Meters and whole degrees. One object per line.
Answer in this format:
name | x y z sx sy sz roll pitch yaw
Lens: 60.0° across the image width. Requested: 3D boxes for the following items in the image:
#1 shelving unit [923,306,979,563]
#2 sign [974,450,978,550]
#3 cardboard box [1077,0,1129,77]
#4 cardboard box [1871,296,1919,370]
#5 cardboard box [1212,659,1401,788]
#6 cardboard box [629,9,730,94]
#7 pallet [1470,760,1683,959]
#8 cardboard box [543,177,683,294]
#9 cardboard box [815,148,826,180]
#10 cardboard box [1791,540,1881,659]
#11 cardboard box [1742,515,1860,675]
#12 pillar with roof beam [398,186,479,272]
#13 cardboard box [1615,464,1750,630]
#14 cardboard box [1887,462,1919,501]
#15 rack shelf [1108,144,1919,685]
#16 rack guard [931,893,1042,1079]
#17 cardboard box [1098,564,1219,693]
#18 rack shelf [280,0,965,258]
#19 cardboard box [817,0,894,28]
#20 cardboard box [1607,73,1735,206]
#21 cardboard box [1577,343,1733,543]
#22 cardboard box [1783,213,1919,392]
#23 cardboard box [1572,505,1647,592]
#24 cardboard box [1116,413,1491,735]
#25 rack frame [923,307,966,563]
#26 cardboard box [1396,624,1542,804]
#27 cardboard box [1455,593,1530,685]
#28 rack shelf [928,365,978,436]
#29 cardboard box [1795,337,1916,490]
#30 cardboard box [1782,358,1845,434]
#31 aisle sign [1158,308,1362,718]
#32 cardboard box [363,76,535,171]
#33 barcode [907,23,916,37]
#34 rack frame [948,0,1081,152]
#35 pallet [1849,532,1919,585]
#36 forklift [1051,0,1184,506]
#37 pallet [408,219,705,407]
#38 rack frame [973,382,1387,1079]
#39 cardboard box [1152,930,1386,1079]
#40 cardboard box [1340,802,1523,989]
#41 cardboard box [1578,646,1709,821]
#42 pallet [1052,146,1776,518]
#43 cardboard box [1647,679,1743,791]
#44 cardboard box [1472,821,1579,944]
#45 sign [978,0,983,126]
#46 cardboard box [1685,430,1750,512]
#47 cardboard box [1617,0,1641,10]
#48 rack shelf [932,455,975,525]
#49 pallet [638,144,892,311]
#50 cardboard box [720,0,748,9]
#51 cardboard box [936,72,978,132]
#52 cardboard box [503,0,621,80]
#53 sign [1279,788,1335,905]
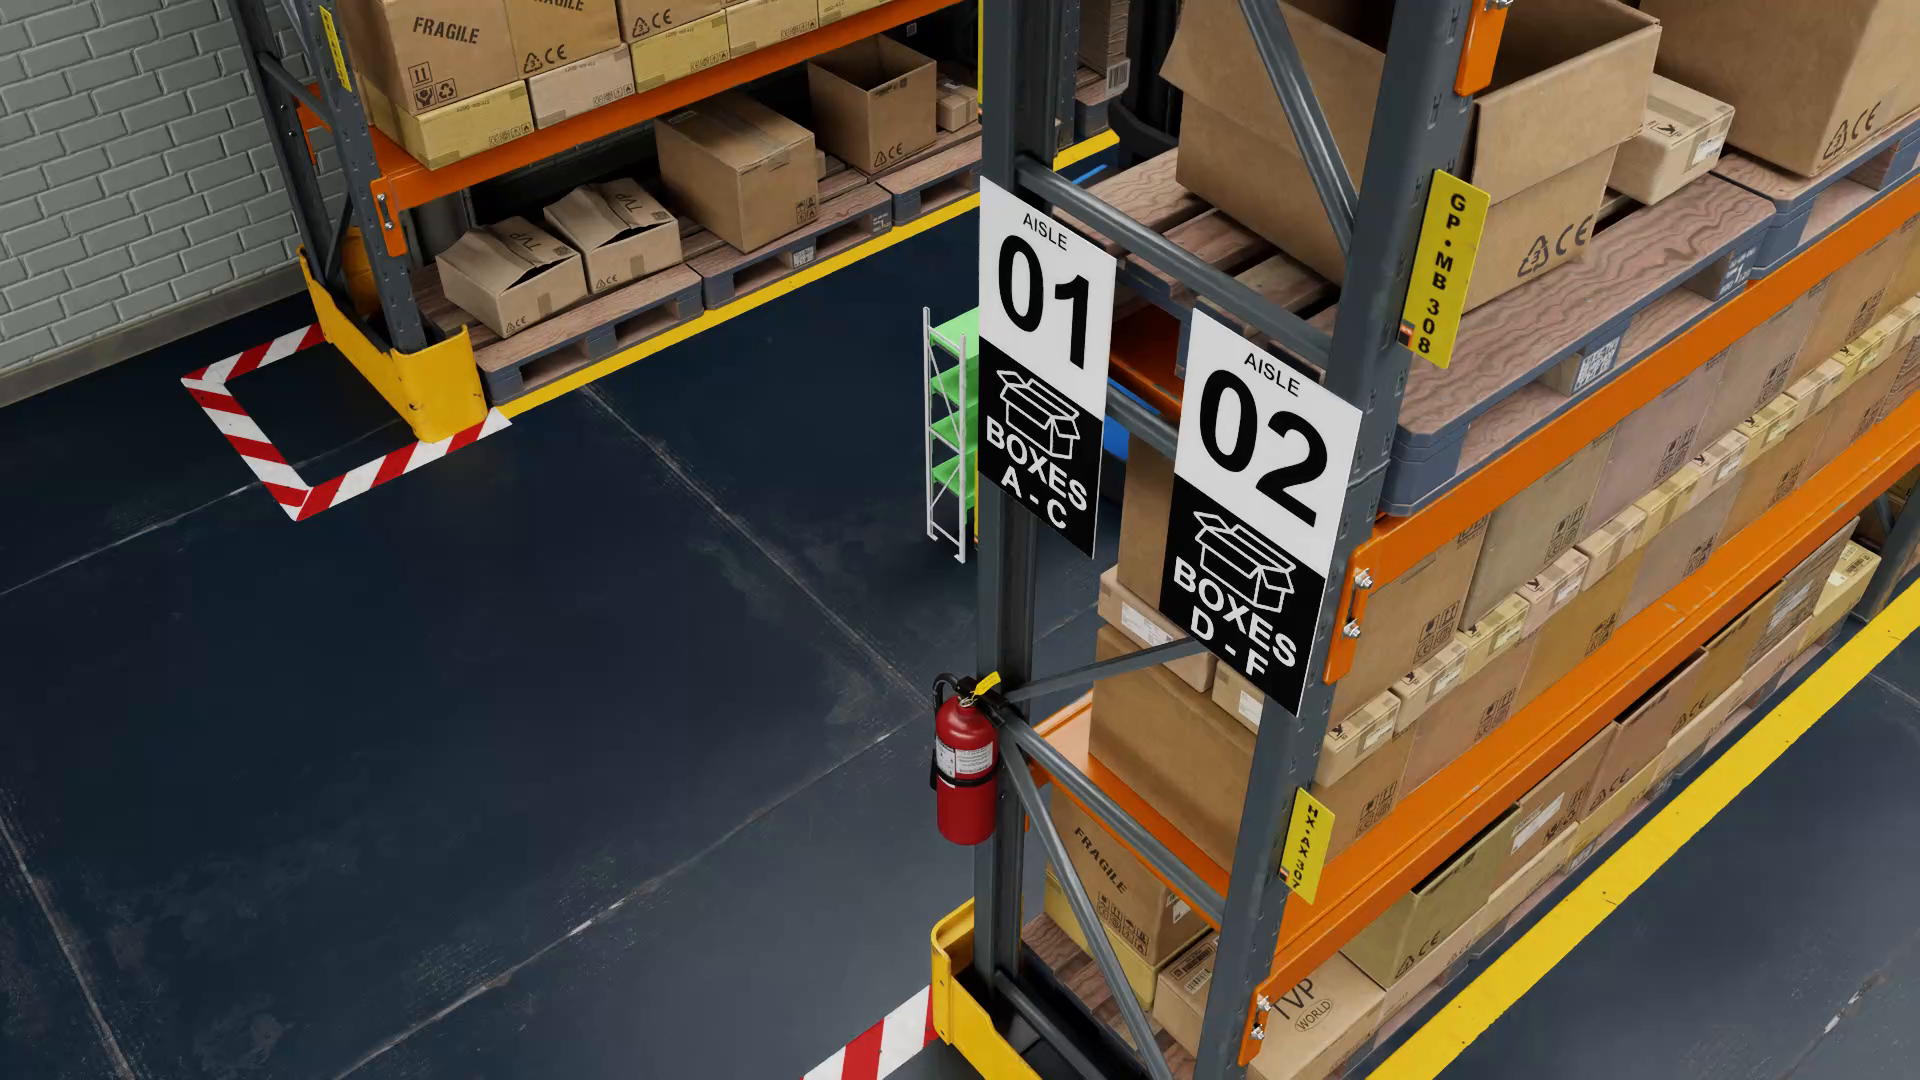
shelving unit | 0.127 -0.510 6.917 0.503 1.200 0.258 -30 51 -28
sign | 0.070 -0.074 4.119 0.005 0.325 0.100 -30 51 -28
cardboard box | 0.849 -3.212 9.984 0.500 0.500 0.700 -28 50 -27
cardboard box | 2.814 -0.733 5.292 0.250 0.149 0.380 -30 51 -28
cardboard box | 0.847 0.393 4.093 0.250 0.149 0.380 -30 51 -28
cardboard box | -1.412 -2.331 7.635 0.500 0.250 0.500 -31 51 -28
pallet | 1.903 0.851 6.190 1.213 0.211 1.003 -30 51 -28
cardboard box | -1.748 -1.562 8.364 0.500 0.311 0.500 -26 49 -25
cardboard box | -0.945 -2.060 9.014 0.250 0.149 0.380 -34 53 -31
cardboard box | 3.260 0.136 6.616 0.500 0.250 0.500 -30 51 -28
cardboard box | 2.869 0.076 6.132 0.500 0.500 0.500 -30 51 -28
pillar with roof beam | -0.029 -2.562 3.405 0.400 9.000 9.100 -30 51 -28
cardboard box | 1.960 -0.191 5.189 0.500 0.500 0.700 -28 50 -27
cardboard box | 3.953 -0.438 6.817 0.500 0.311 0.500 -30 51 -28
rack shelf | 1.942 -0.984 4.441 4.000 0.370 1.077 -30 51 -28
rack guard | 0.389 1.647 5.131 0.348 0.500 1.175 -30 51 -28
cardboard box | 0.579 0.185 4.316 0.250 0.149 0.380 -31 51 -28
rack shelf | -1.239 -2.491 8.236 4.000 0.370 1.077 -30 51 -28
cardboard box | -0.637 -2.773 8.107 0.500 0.250 0.500 -30 51 -28
cardboard box | 1.423 -0.905 3.606 0.250 0.149 0.380 -30 51 -28
cardboard box | 1.601 -0.461 4.529 0.500 0.500 0.700 -30 51 -28
cardboard box | 2.368 -0.900 4.997 0.500 0.500 0.700 -30 51 -28
cardboard box | 1.638 -0.061 4.577 0.250 0.149 0.380 -32 52 -29
cardboard box | 0.815 -0.006 4.044 0.500 0.500 0.700 -30 51 -28
rack frame | -0.060 -0.403 6.803 0.015 1.200 0.240 -30 51 -28
cardboard box | 1.174 0.257 4.712 0.500 0.500 0.700 -28 50 -27
cardboard box | 1.240 0.167 4.334 0.250 0.149 0.380 -30 51 -28
rack shelf | 0.127 -0.638 6.796 0.480 0.148 0.258 -30 51 -28
cardboard box | 2.739 -0.635 5.662 0.500 0.500 0.700 -30 51 -28
cardboard box | 2.430 -0.516 5.061 0.250 0.149 0.380 -28 50 -27
aisle sign | 0.554 -0.033 3.195 0.004 0.787 0.394 -30 51 -28
cardboard box | -2.195 -1.874 7.150 0.500 0.250 0.500 -31 51 -29
barcode | -0.273 -2.886 9.403 0.075 0.075 0.001 -30 51 -28
rack frame | 0.295 -3.631 8.925 0.127 3.000 1.000 -30 51 -28
pallet | 4.016 -0.359 7.478 1.213 0.211 1.003 -30 51 -28
forklift | 1.492 -2.098 7.342 1.130 2.935 3.031 34 53 31
pallet | -2.069 -1.229 8.405 1.213 0.211 1.003 -30 51 -28
rack frame | 0.408 0.725 4.287 0.127 3.000 1.000 -30 51 -28
cardboard box | 0.962 1.456 5.211 0.500 0.250 0.500 -30 51 -28
cardboard box | 1.344 0.962 5.189 0.500 0.500 0.500 -30 51 -28
cardboard box | 2.114 0.525 5.654 0.500 0.500 0.500 -30 51 -28
pallet | 0.967 -0.633 3.606 1.213 0.211 1.003 -30 51 -28
cardboard box | 2.496 0.578 6.145 0.500 0.250 0.500 -30 51 -28
cardboard box | 1.727 1.015 5.680 0.500 0.250 0.500 -30 51 -28
sign | 0.070 -0.953 3.294 0.005 0.325 0.100 -30 51 -28
cardboard box | 2.026 -0.282 4.812 0.250 0.149 0.380 -29 51 -28
cardboard box | 1.548 -1.428 4.045 0.500 0.311 0.500 -24 48 -23
rack shelf | 0.127 -0.289 7.125 0.480 0.148 0.258 -30 51 -28
pallet | -1.134 -1.762 8.972 1.213 0.211 1.003 -30 51 -28
cardboard box | -1.040 -2.821 7.609 0.500 0.500 0.500 -28 50 -27
cardboard box | -0.096 -2.508 9.478 0.380 0.166 0.250 32 52 30
cardboard box | -1.829 -2.364 7.123 0.500 0.500 0.500 -30 51 -28
sign | 0.759 0.675 3.650 0.005 0.325 0.100 -30 51 -28
